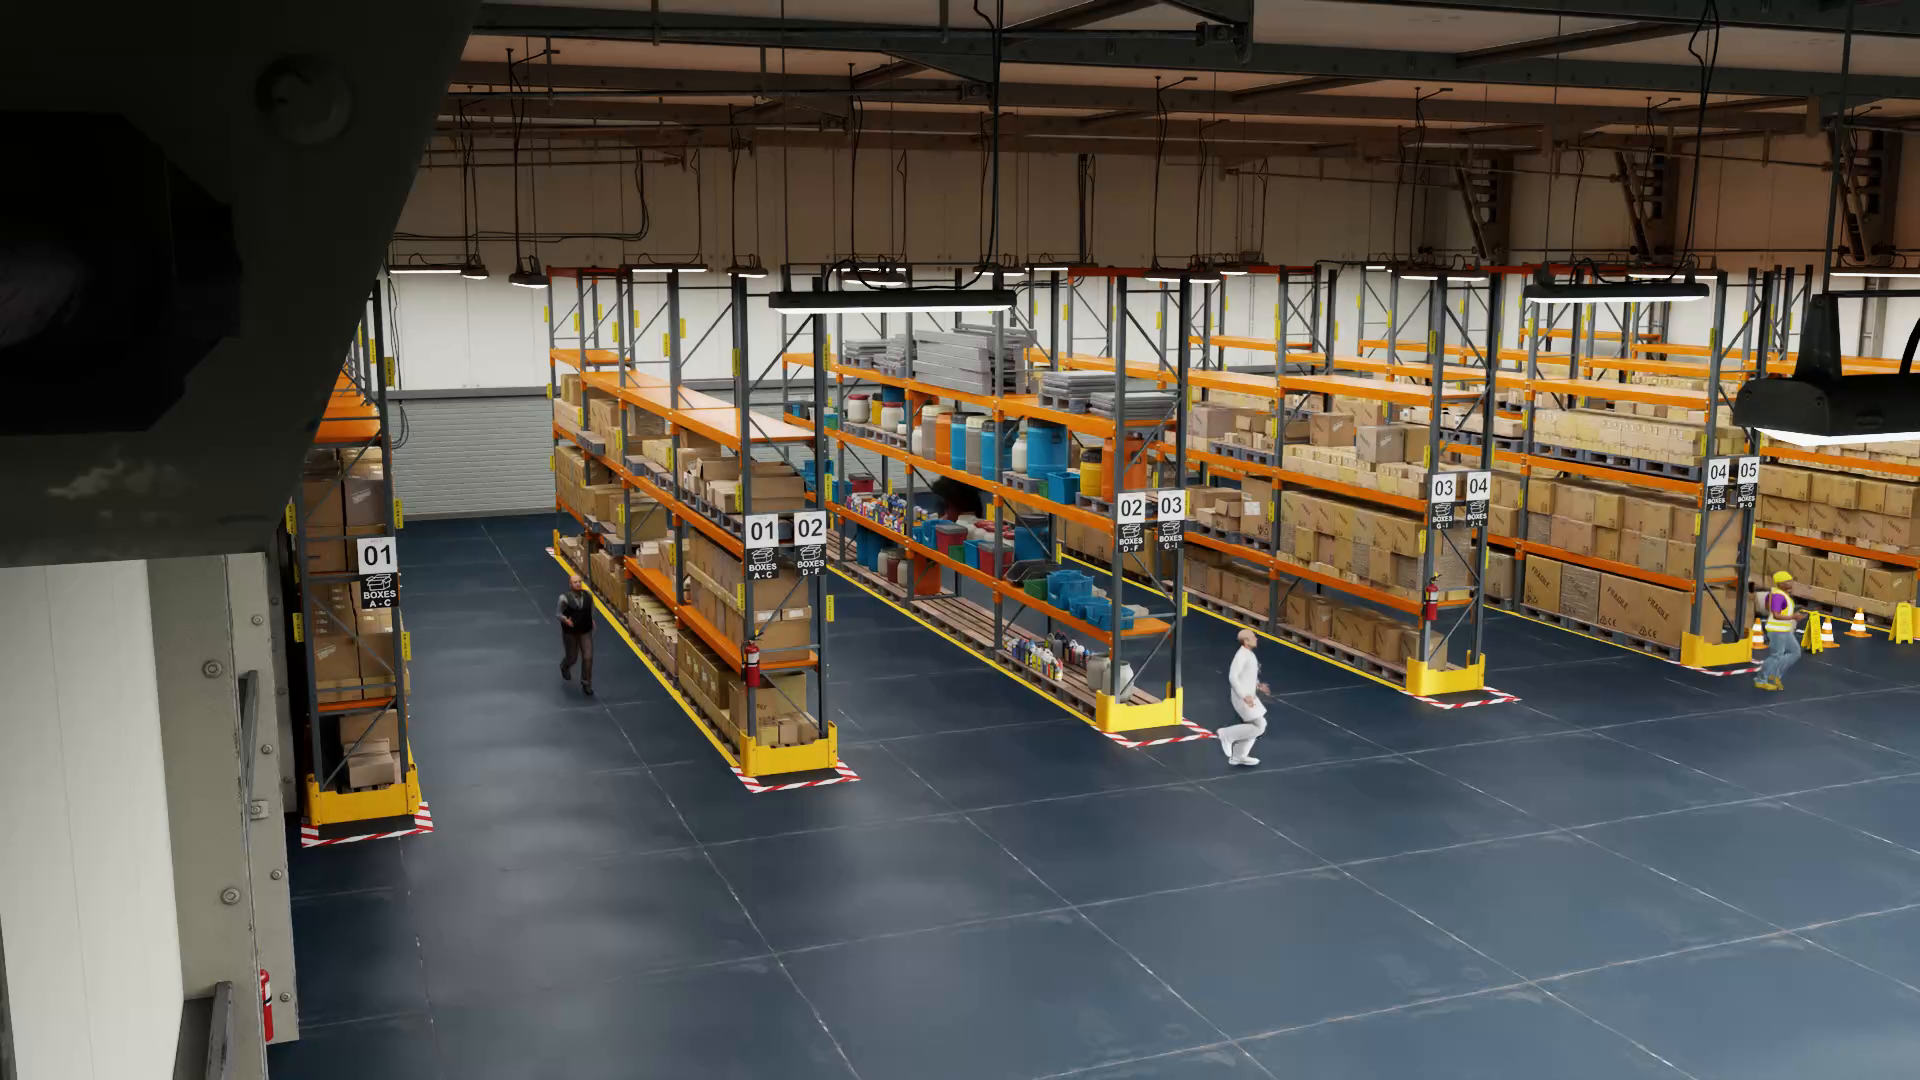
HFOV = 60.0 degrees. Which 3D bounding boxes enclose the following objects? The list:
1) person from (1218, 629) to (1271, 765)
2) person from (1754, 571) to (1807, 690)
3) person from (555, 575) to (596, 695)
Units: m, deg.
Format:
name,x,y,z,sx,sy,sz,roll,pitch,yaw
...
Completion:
name,x,y,z,sx,sy,sz,roll,pitch,yaw
person,3.528,1.947,20.608,0.633,1.707,0.694,2,10,10
person,11.878,1.331,24.013,0.627,1.781,0.703,7,12,33
person,-5.553,1.332,24.071,0.646,1.712,0.927,-6,11,-30
